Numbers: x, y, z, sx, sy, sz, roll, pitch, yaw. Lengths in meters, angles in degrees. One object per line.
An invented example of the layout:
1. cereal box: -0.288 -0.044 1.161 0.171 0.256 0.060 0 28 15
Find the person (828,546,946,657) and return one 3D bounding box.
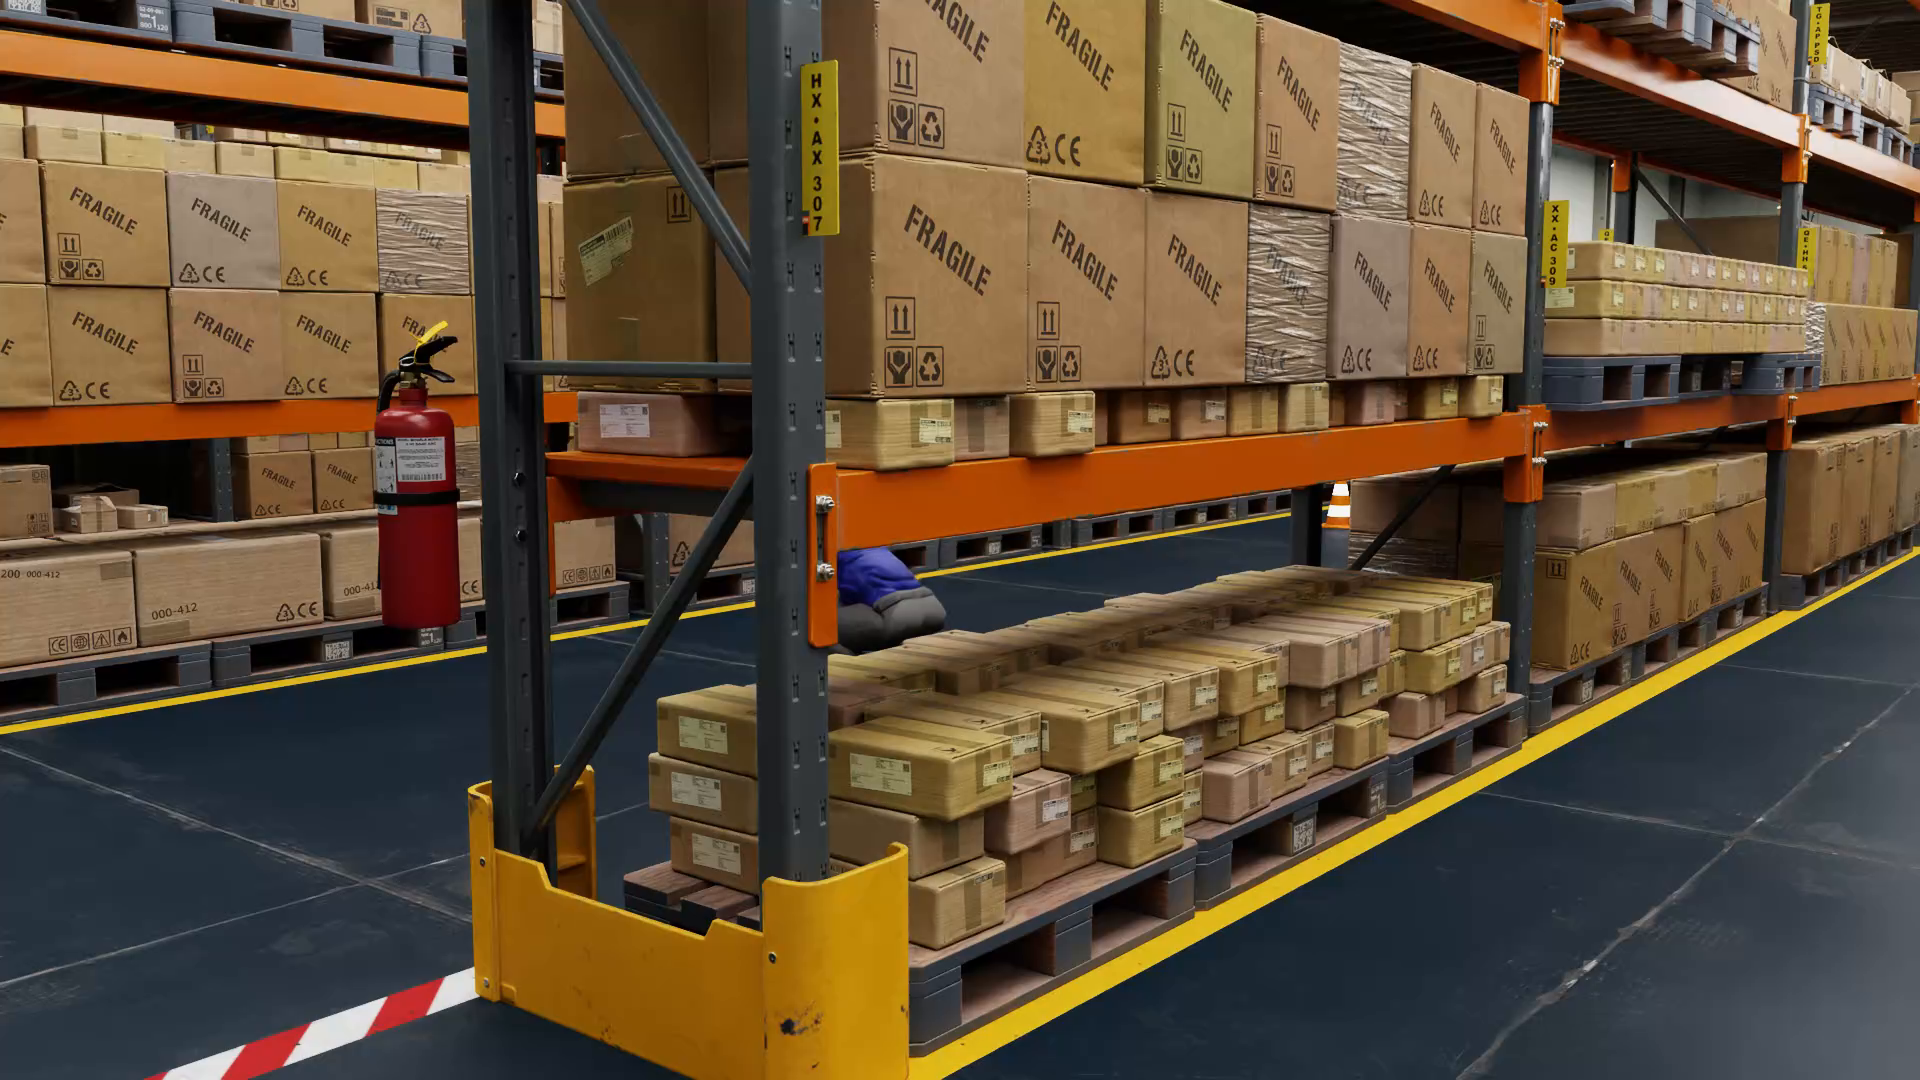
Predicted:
1. person: -0.450 0.318 7.387 0.807 0.812 0.471 5 9 38
